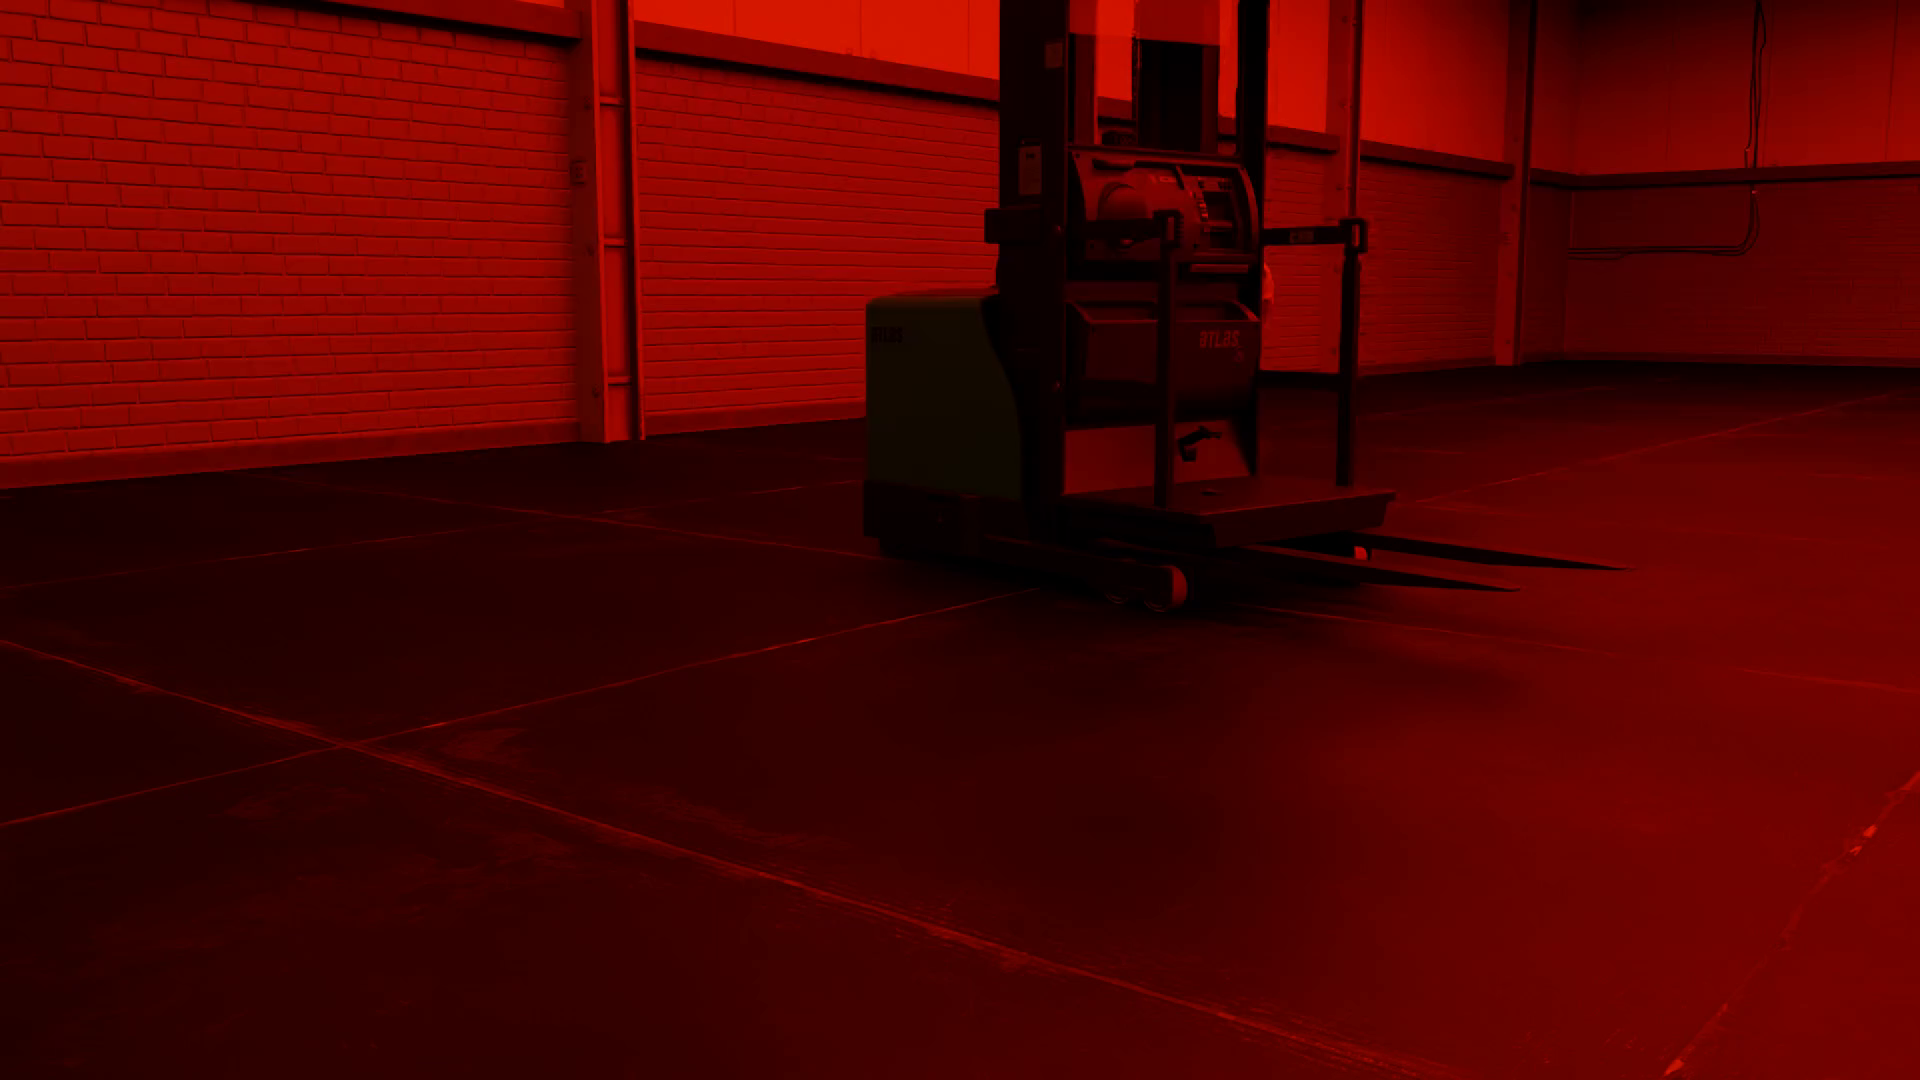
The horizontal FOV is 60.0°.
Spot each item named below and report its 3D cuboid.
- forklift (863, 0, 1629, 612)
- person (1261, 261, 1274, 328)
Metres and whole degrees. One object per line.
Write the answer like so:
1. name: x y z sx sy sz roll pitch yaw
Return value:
1. forklift: 0.911 -1.284 6.056 1.130 2.935 3.031 -7 11 -39
2. person: 1.354 -1.013 8.872 0.666 1.587 0.601 -1 8 -4
